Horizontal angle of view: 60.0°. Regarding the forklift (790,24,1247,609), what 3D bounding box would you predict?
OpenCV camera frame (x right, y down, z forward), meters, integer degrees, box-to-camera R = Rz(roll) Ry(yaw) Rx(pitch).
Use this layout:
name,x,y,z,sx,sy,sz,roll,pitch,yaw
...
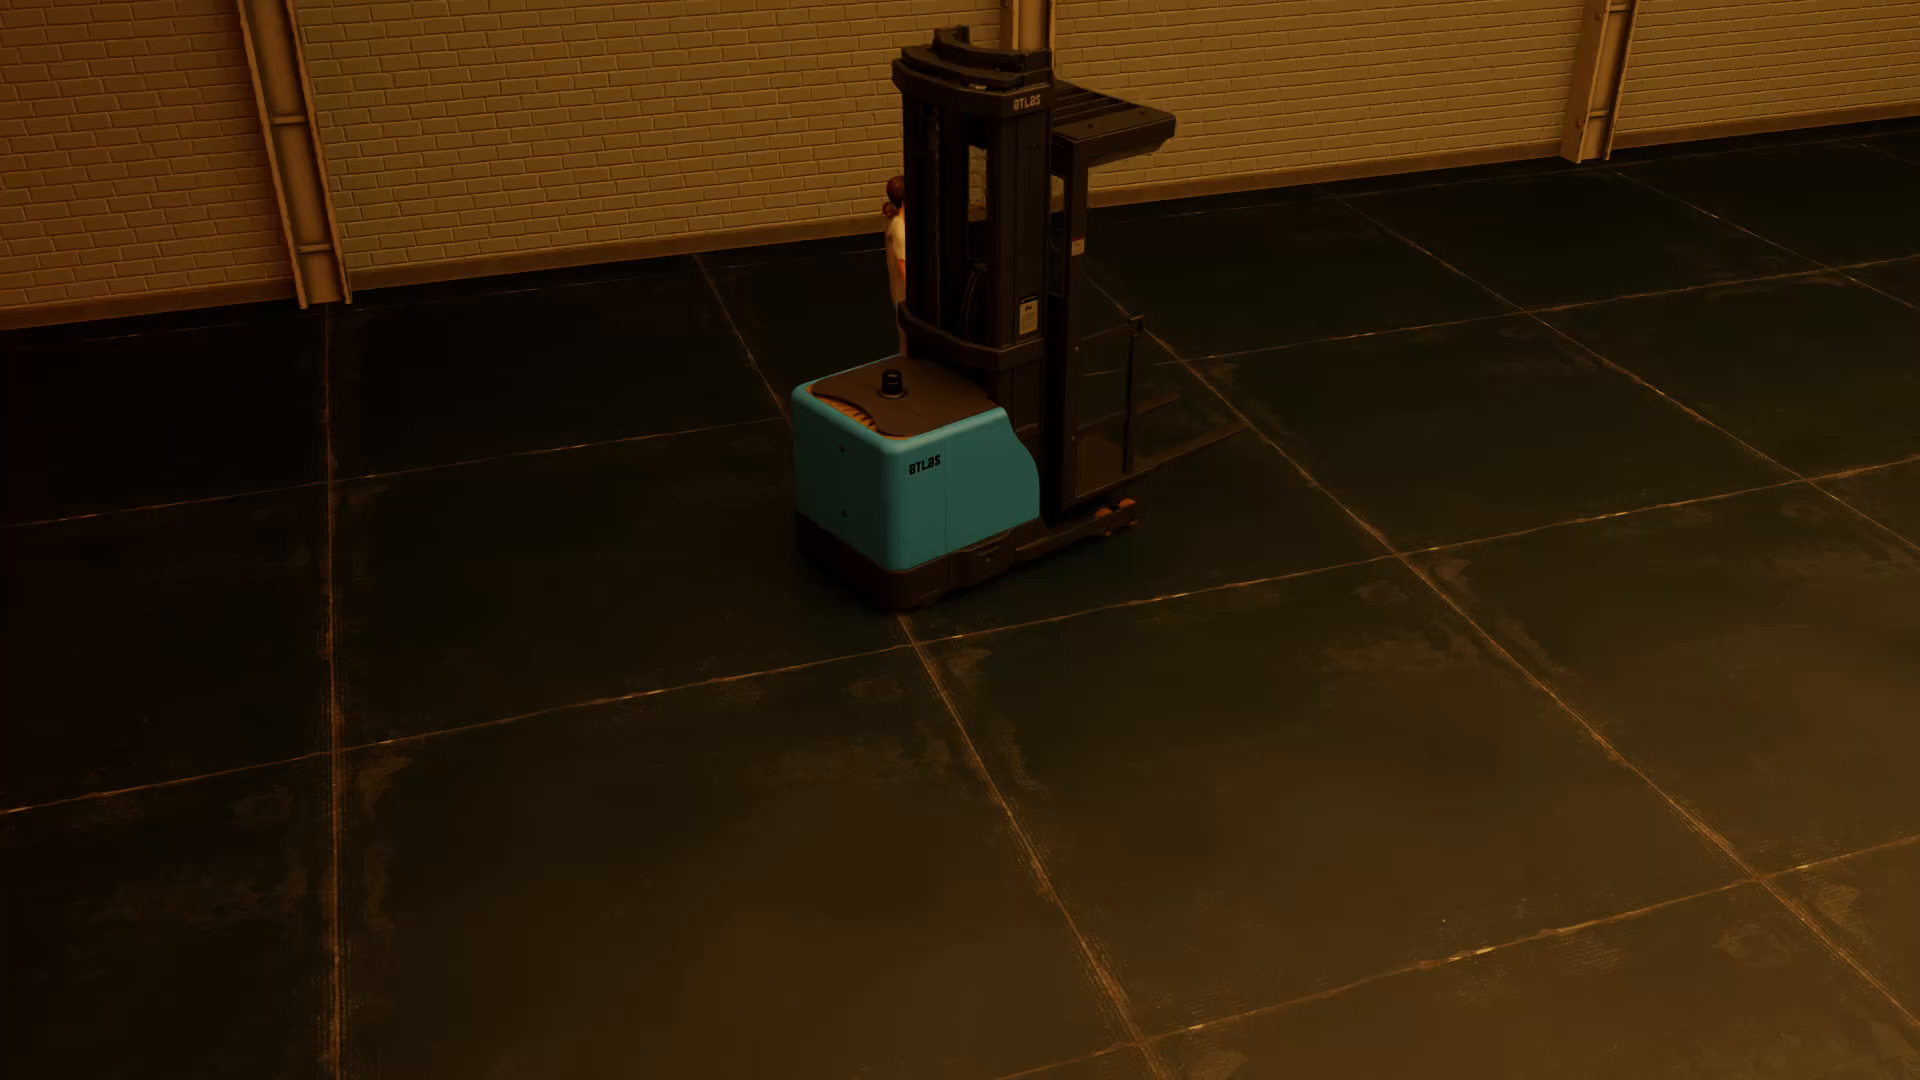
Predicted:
name,x,y,z,sx,sy,sz,roll,pitch,yaw
forklift,0.493,-1.478,9.655,3.031,2.935,1.130,-22,36,-33

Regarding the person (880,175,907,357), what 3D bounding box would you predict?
name,x,y,z,sx,sy,sz,roll,pitch,yaw
person,-0.269,-1.624,11.176,0.516,1.669,0.543,-4,30,-8
